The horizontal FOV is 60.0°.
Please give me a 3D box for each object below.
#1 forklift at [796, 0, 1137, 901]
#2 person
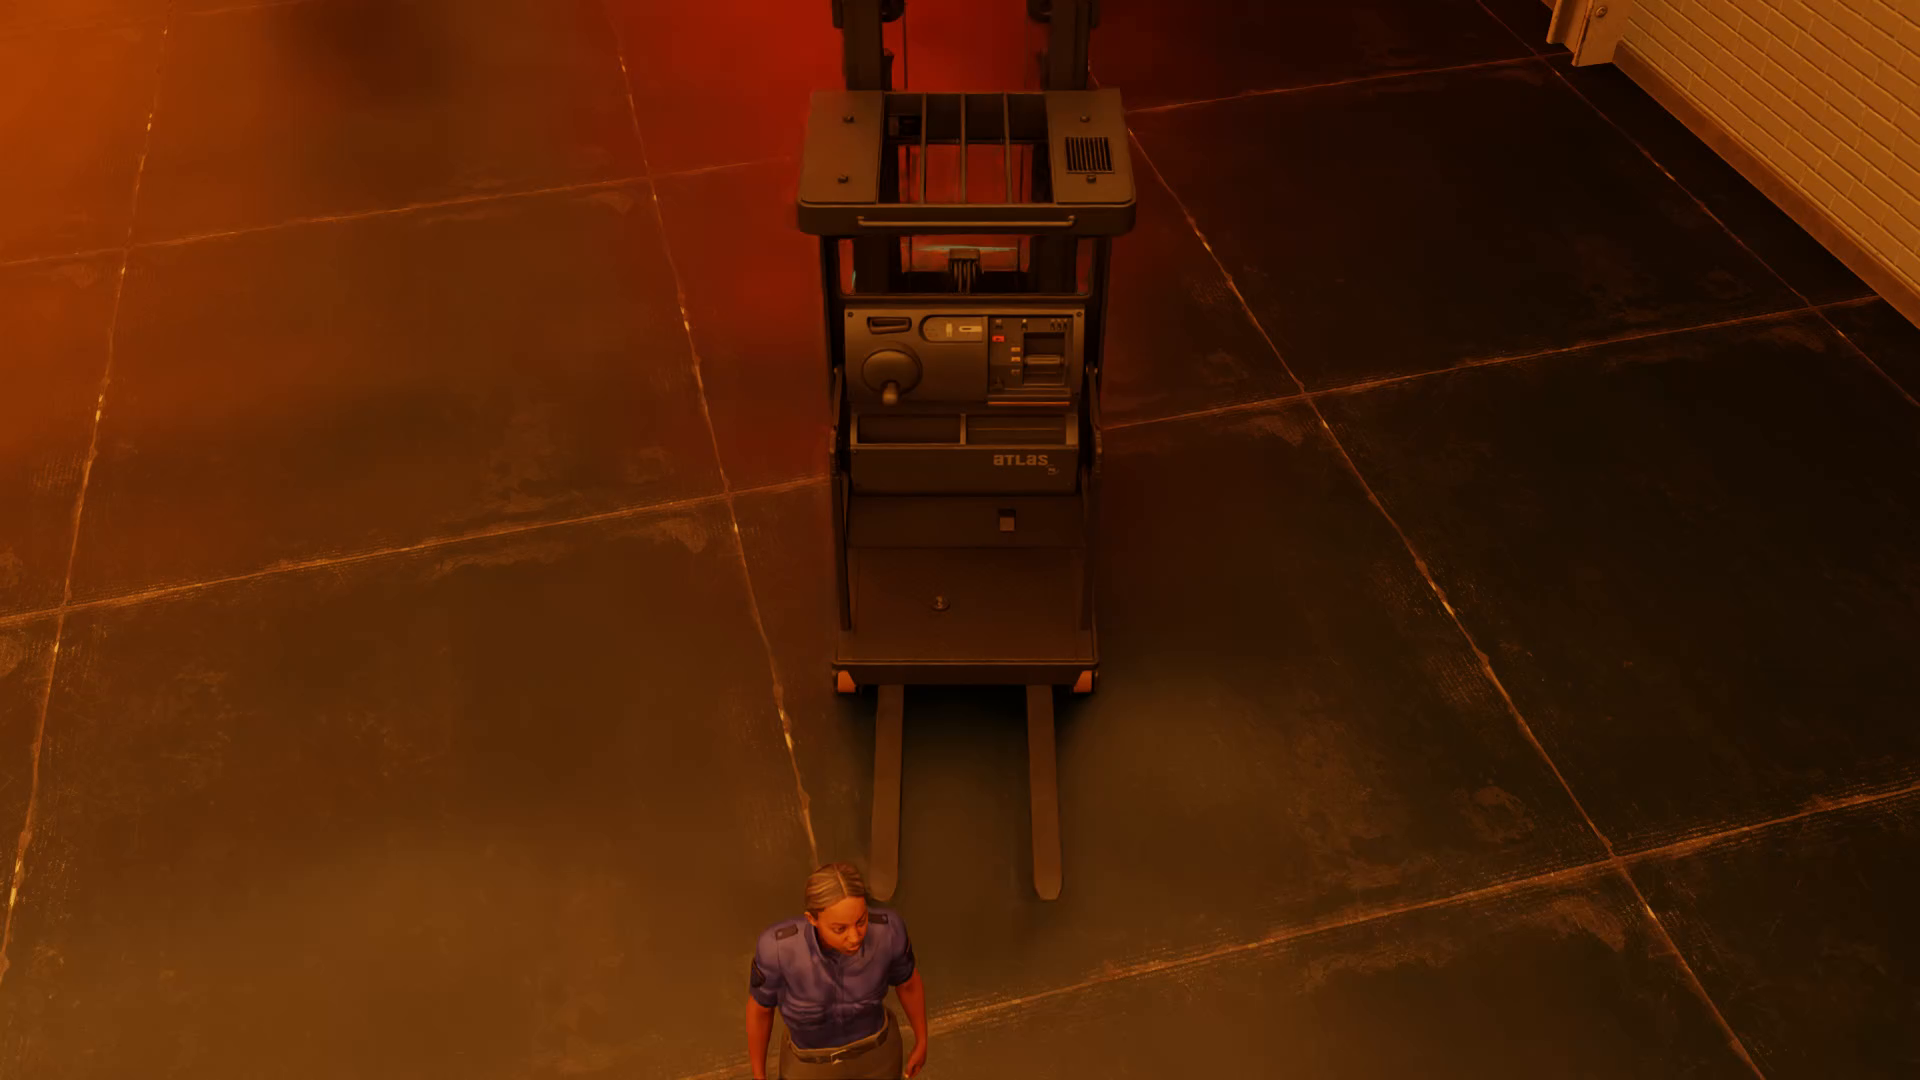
[{"bbox_3d":[0.021,-0.630,6.312,1.130,2.935,3.031,0,43,0],"label":"forklift"},{"bbox_3d":[-0.343,1.583,4.896,0.554,1.661,0.487,-11,44,-11],"label":"person"}]
